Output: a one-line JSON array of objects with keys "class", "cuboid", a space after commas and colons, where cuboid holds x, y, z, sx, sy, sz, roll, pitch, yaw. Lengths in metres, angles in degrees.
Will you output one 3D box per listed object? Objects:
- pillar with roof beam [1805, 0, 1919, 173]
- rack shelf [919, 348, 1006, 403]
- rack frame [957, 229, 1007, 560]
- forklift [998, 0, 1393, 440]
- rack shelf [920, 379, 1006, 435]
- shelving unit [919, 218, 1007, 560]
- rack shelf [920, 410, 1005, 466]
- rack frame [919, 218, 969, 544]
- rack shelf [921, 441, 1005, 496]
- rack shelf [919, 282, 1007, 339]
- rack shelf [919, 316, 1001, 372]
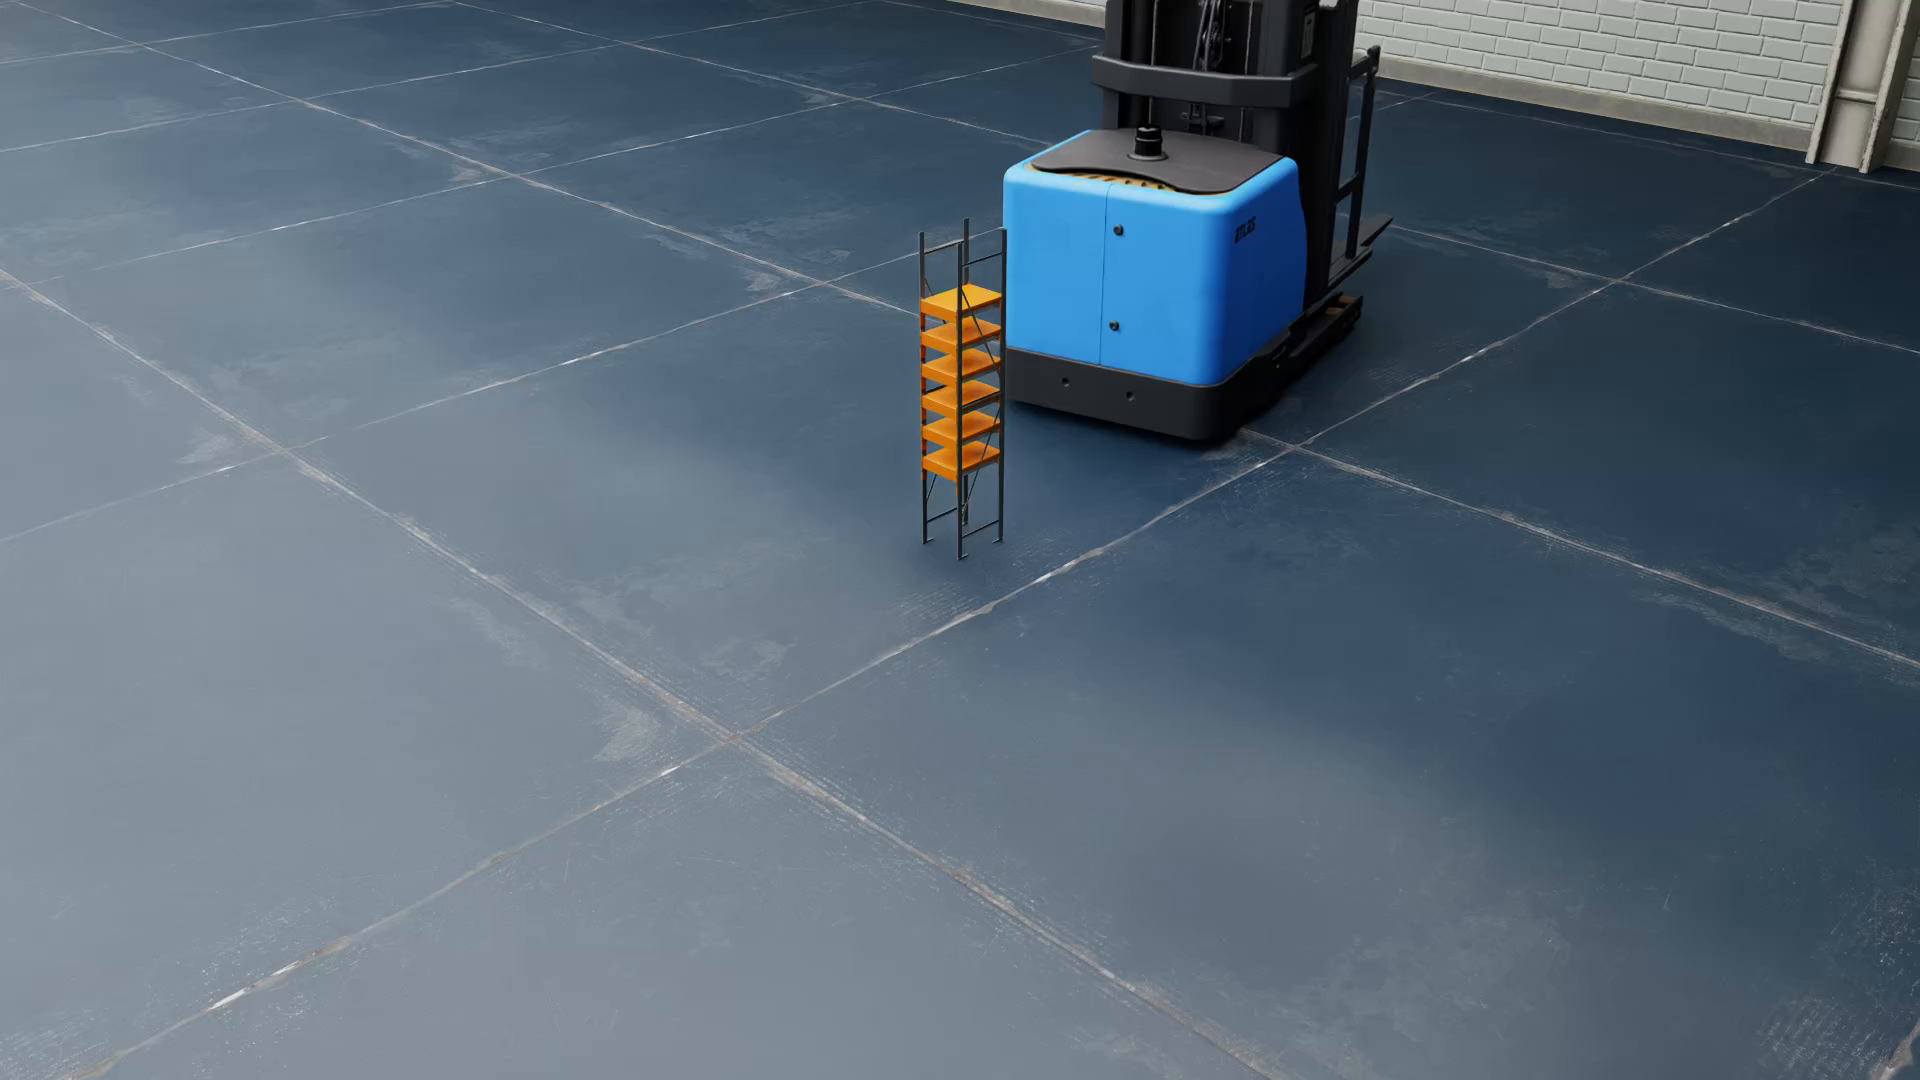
[{"class": "pillar with roof beam", "cuboid": [2.822, -5.042, 6.170, 0.400, 9.000, 9.100, 25, 36, 38]}, {"class": "rack shelf", "cuboid": [0.010, -0.593, 5.927, 0.180, 0.103, 0.258, 25, 36, 38]}, {"class": "rack frame", "cuboid": [0.076, -0.496, 5.905, 0.006, 1.200, 0.240, 25, 36, 38]}, {"class": "forklift", "cuboid": [1.339, -2.360, 7.589, 1.130, 2.935, 3.031, 15, 31, 26]}, {"class": "rack shelf", "cuboid": [0.010, -0.487, 5.982, 0.180, 0.103, 0.258, 25, 36, 38]}, {"class": "shelving unit", "cuboid": [0.010, -0.526, 5.962, 0.189, 1.200, 0.258, 25, 36, 38]}, {"class": "rack shelf", "cuboid": [0.010, -0.381, 6.038, 0.180, 0.103, 0.258, 25, 36, 38]}, {"class": "rack frame", "cuboid": [-0.055, -0.556, 6.019, 0.006, 1.200, 0.240, 25, 36, 38]}, {"class": "rack shelf", "cuboid": [0.010, -0.275, 6.094, 0.180, 0.103, 0.258, 25, 36, 38]}, {"class": "rack shelf", "cuboid": [0.010, -0.806, 5.815, 0.180, 0.103, 0.258, 25, 36, 38]}, {"class": "rack shelf", "cuboid": [0.010, -0.699, 5.871, 0.180, 0.103, 0.258, 25, 36, 38]}]
